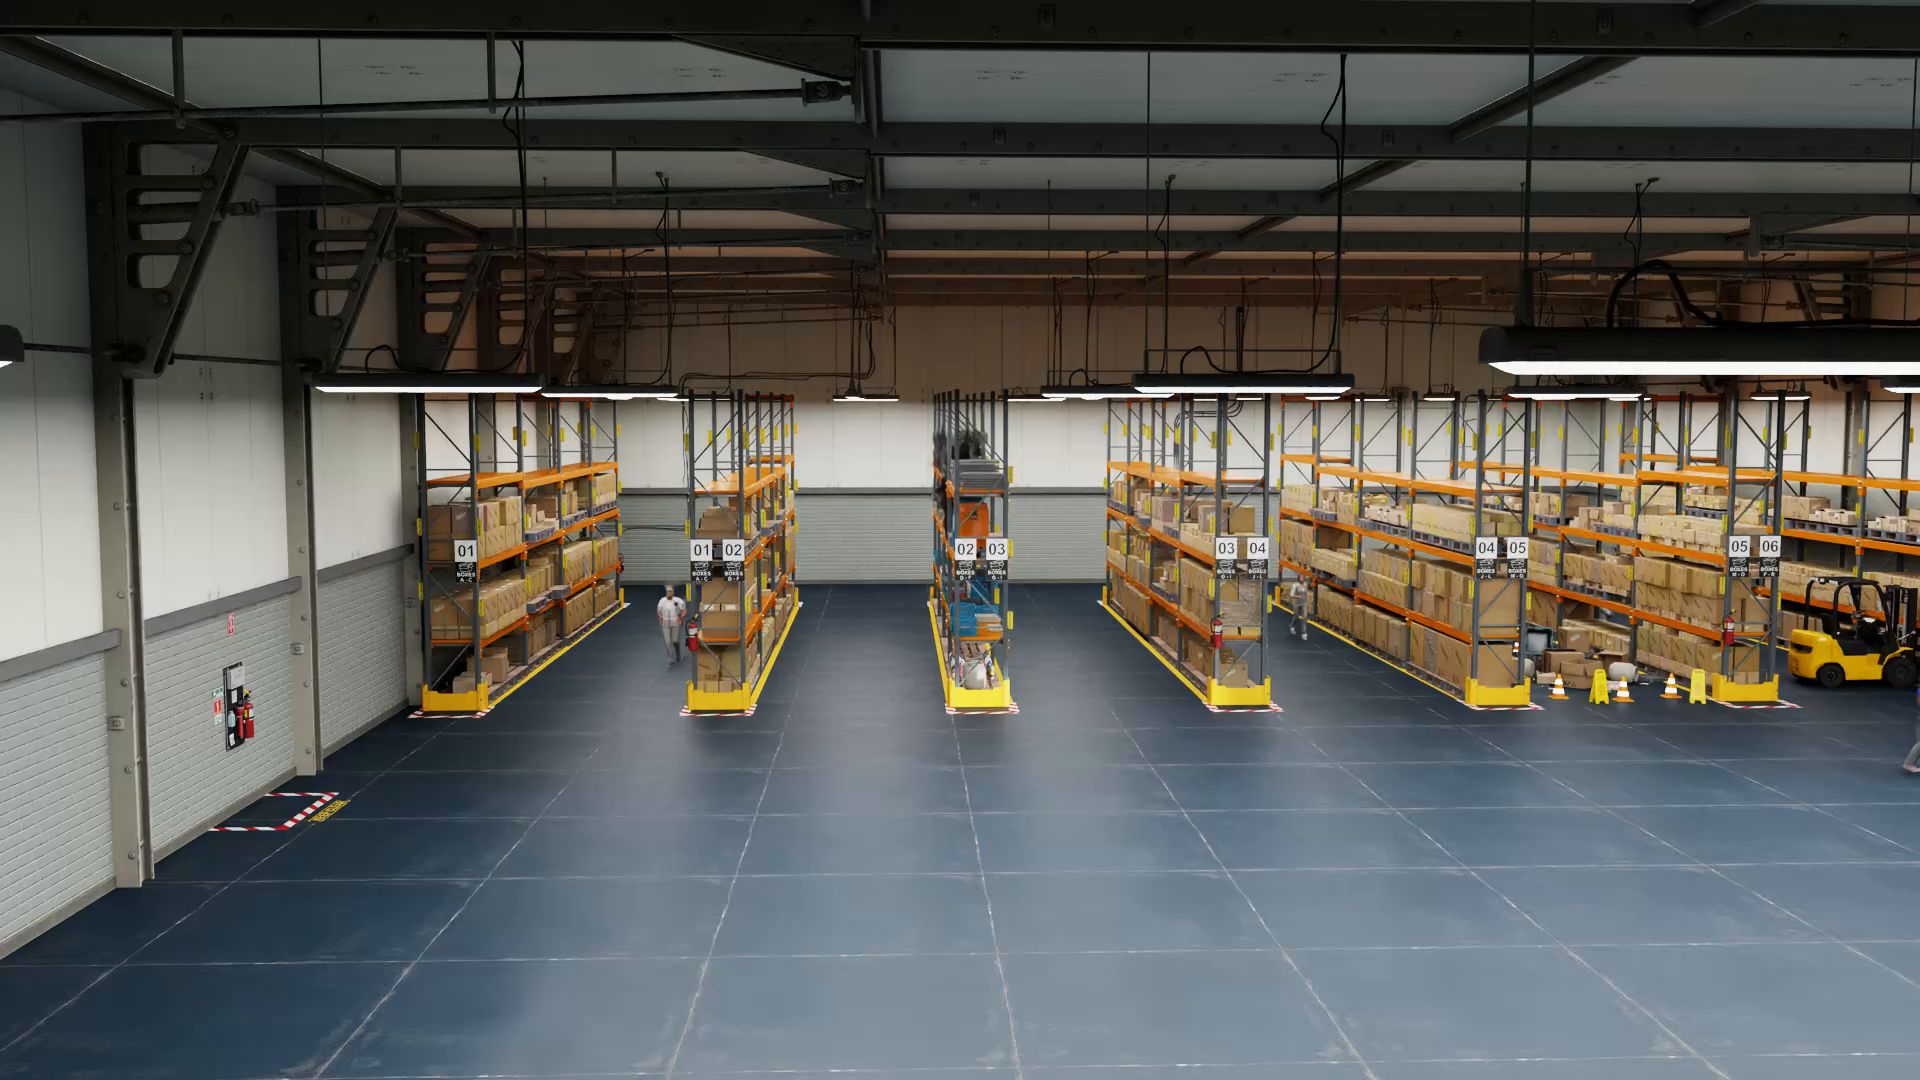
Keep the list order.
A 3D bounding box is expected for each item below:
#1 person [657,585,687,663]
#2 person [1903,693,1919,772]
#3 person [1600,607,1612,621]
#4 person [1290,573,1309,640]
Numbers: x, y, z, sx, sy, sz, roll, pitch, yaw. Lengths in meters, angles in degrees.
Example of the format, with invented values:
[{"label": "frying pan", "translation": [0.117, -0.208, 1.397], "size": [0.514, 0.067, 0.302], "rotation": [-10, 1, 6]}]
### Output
[{"label": "person", "translation": [-6.376, 1.862, 36.653], "size": [0.638, 1.731, 0.564], "rotation": [0, 5, 0]}, {"label": "person", "translation": [14.924, 2.830, 25.532], "size": [0.568, 1.710, 0.739], "rotation": [-5, 7, -44]}, {"label": "person", "translation": [16.738, 1.345, 43.052], "size": [0.690, 1.740, 0.747], "rotation": [-1, 5, -12]}, {"label": "person", "translation": [8.317, 1.647, 40.725], "size": [0.514, 1.492, 0.856], "rotation": [-1, 5, -7]}]
